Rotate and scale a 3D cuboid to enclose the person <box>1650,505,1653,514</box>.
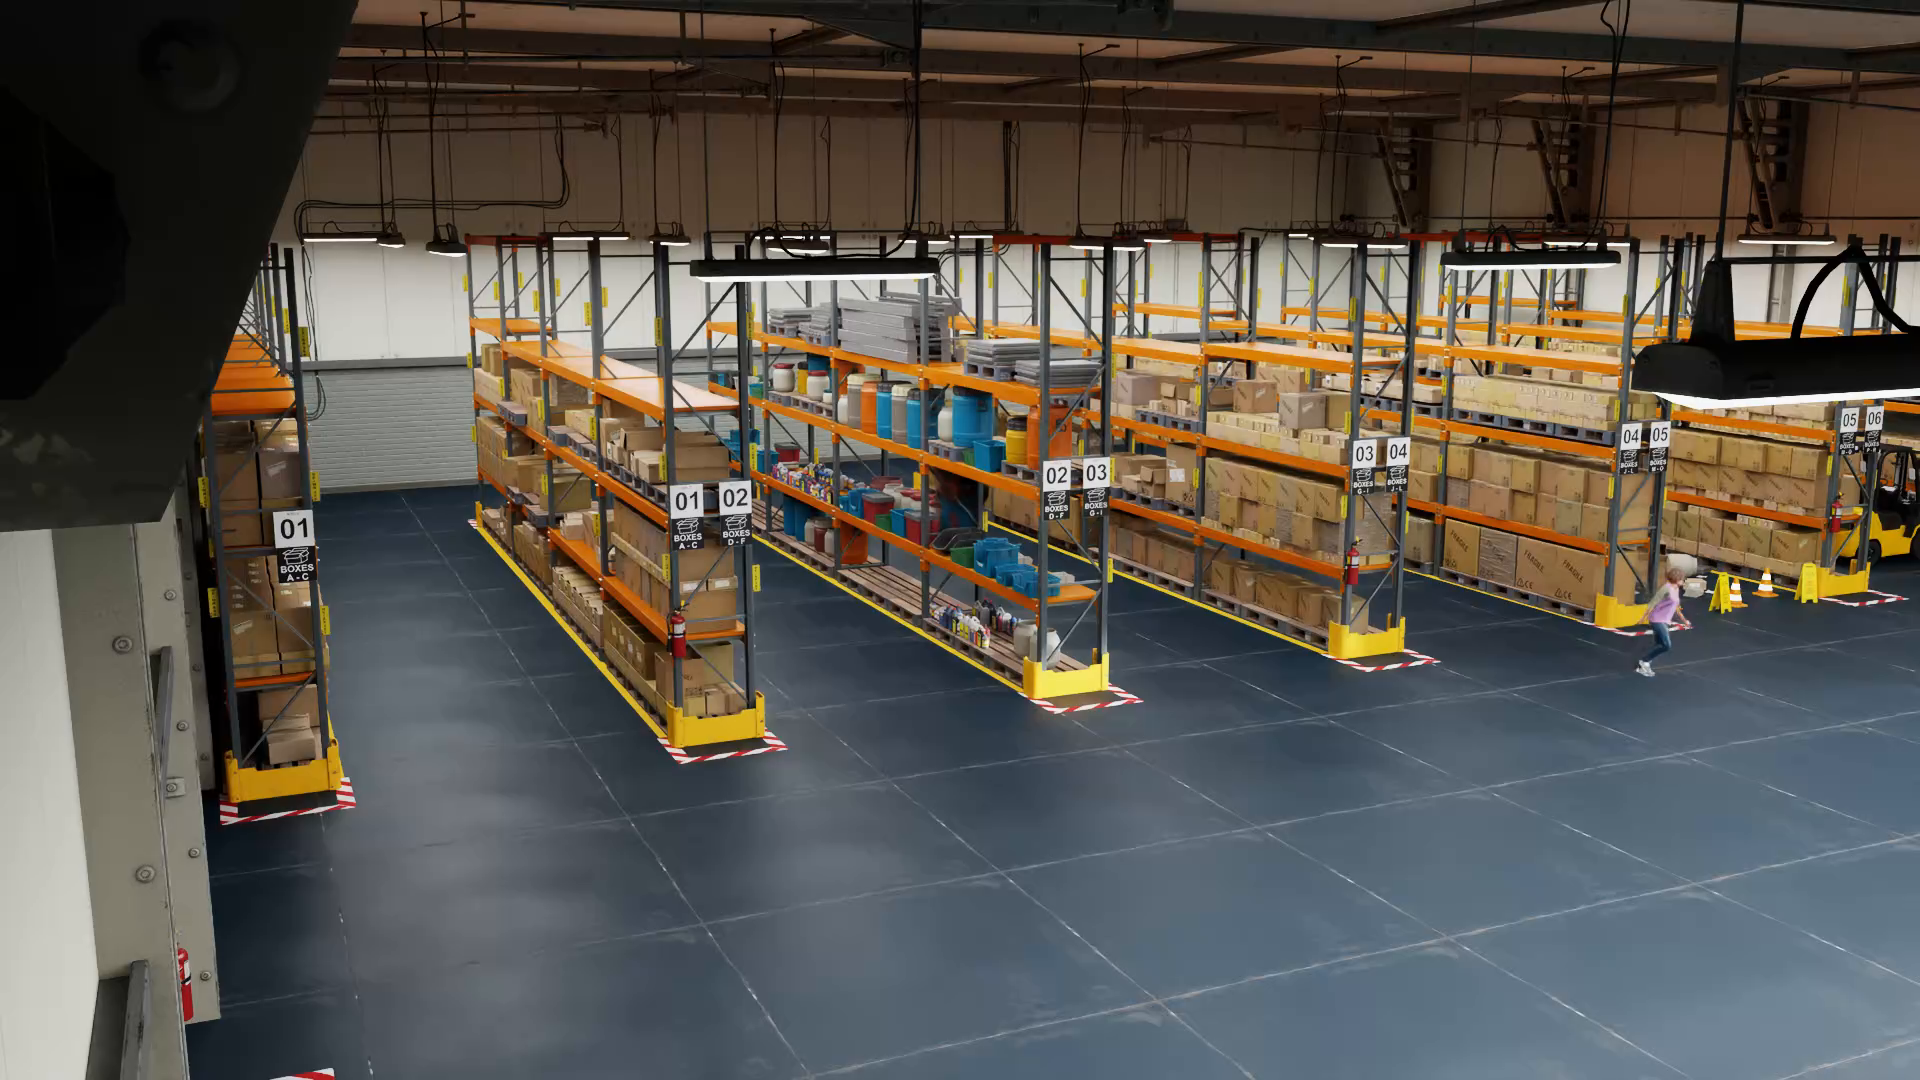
[{"bbox_3d":[14.305,-0.978,33.660,0.719,1.720,0.621,-7,13,-33],"label":"person"}]

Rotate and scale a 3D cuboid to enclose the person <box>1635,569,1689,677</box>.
[{"bbox_3d":[9.786,1.158,23.157,0.614,1.556,0.538,8,14,36],"label":"person"}]
